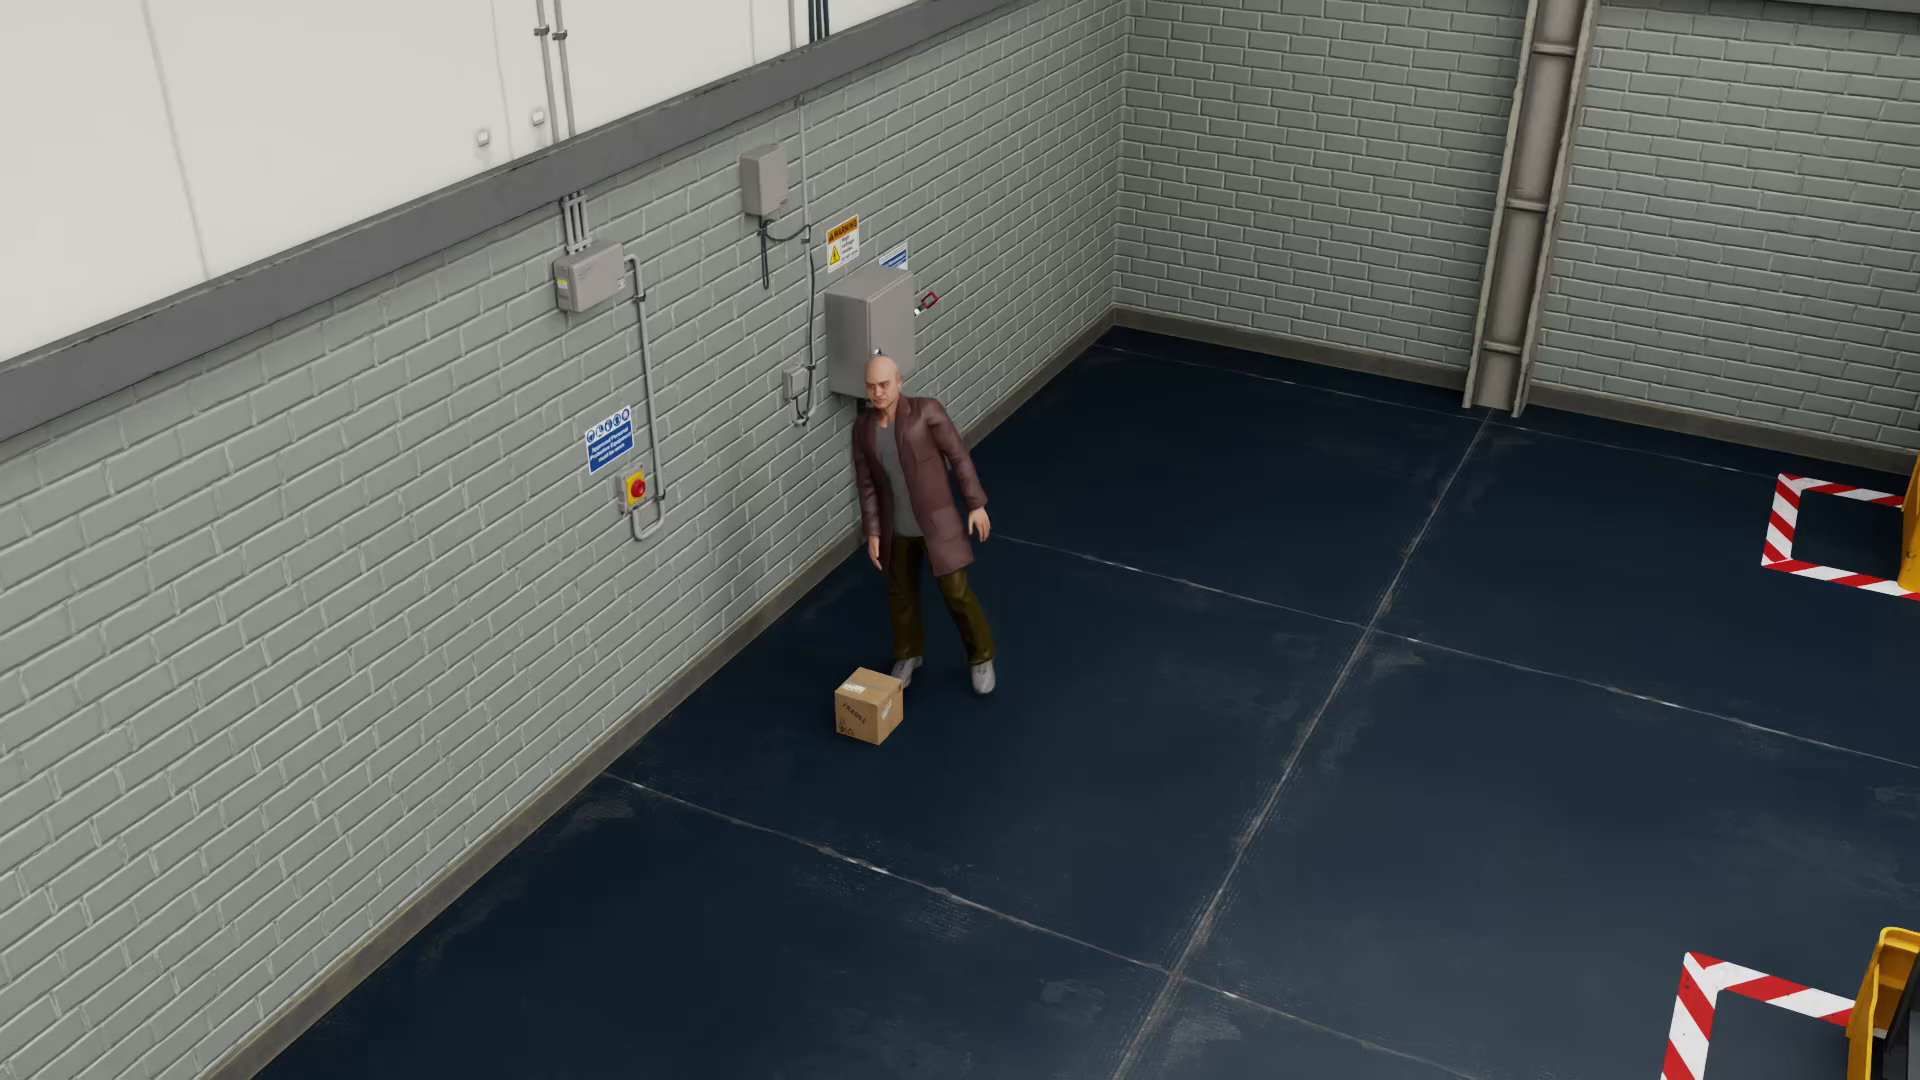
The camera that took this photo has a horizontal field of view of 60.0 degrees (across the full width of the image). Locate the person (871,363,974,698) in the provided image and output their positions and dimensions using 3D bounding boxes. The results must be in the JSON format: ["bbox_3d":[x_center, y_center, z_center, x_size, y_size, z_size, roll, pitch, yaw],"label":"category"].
[{"bbox_3d":[-0.202,-0.049,8.394,0.571,1.772,0.377,15,33,25],"label":"person"}]
